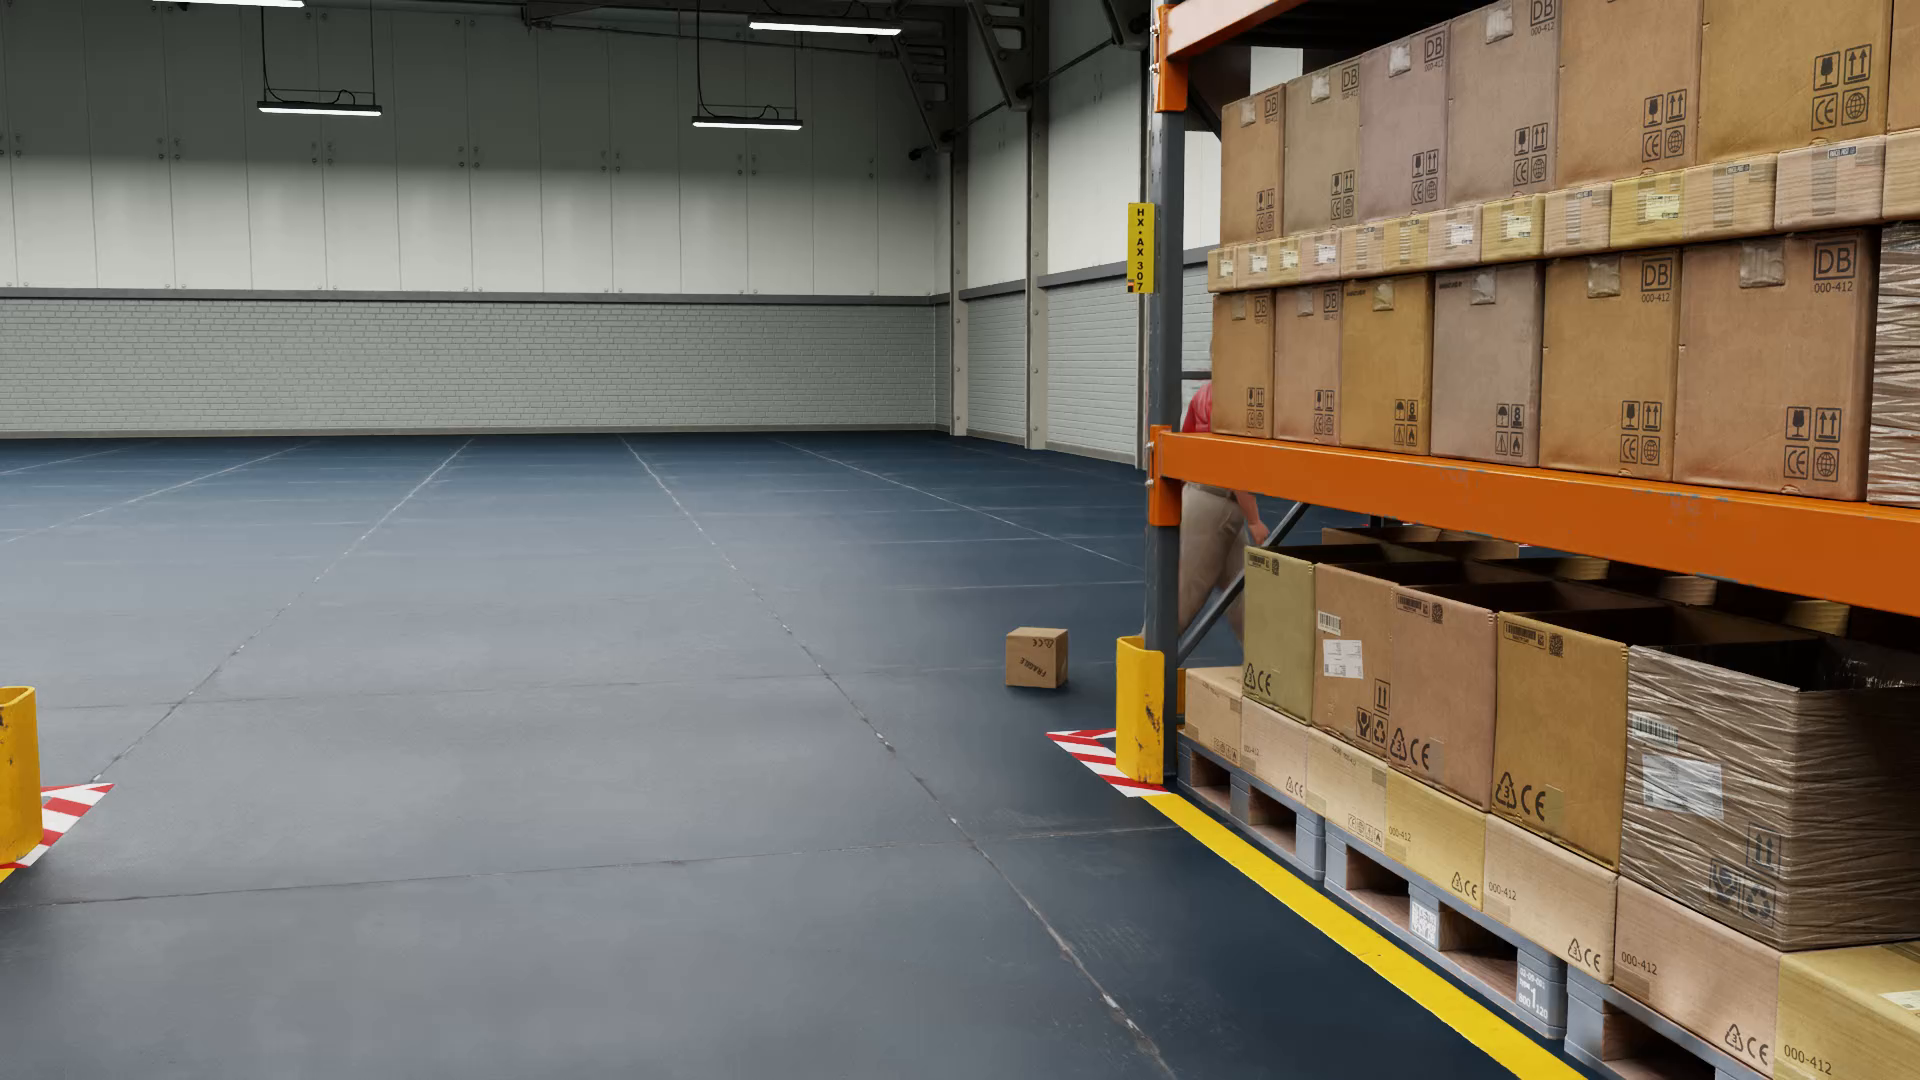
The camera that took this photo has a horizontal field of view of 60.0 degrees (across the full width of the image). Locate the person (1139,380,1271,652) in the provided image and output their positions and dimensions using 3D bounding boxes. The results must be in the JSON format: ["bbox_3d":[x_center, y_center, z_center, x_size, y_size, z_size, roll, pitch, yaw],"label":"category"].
[{"bbox_3d":[1.211,-0.111,7.513,0.965,1.668,0.586,0,6,1],"label":"person"}]
